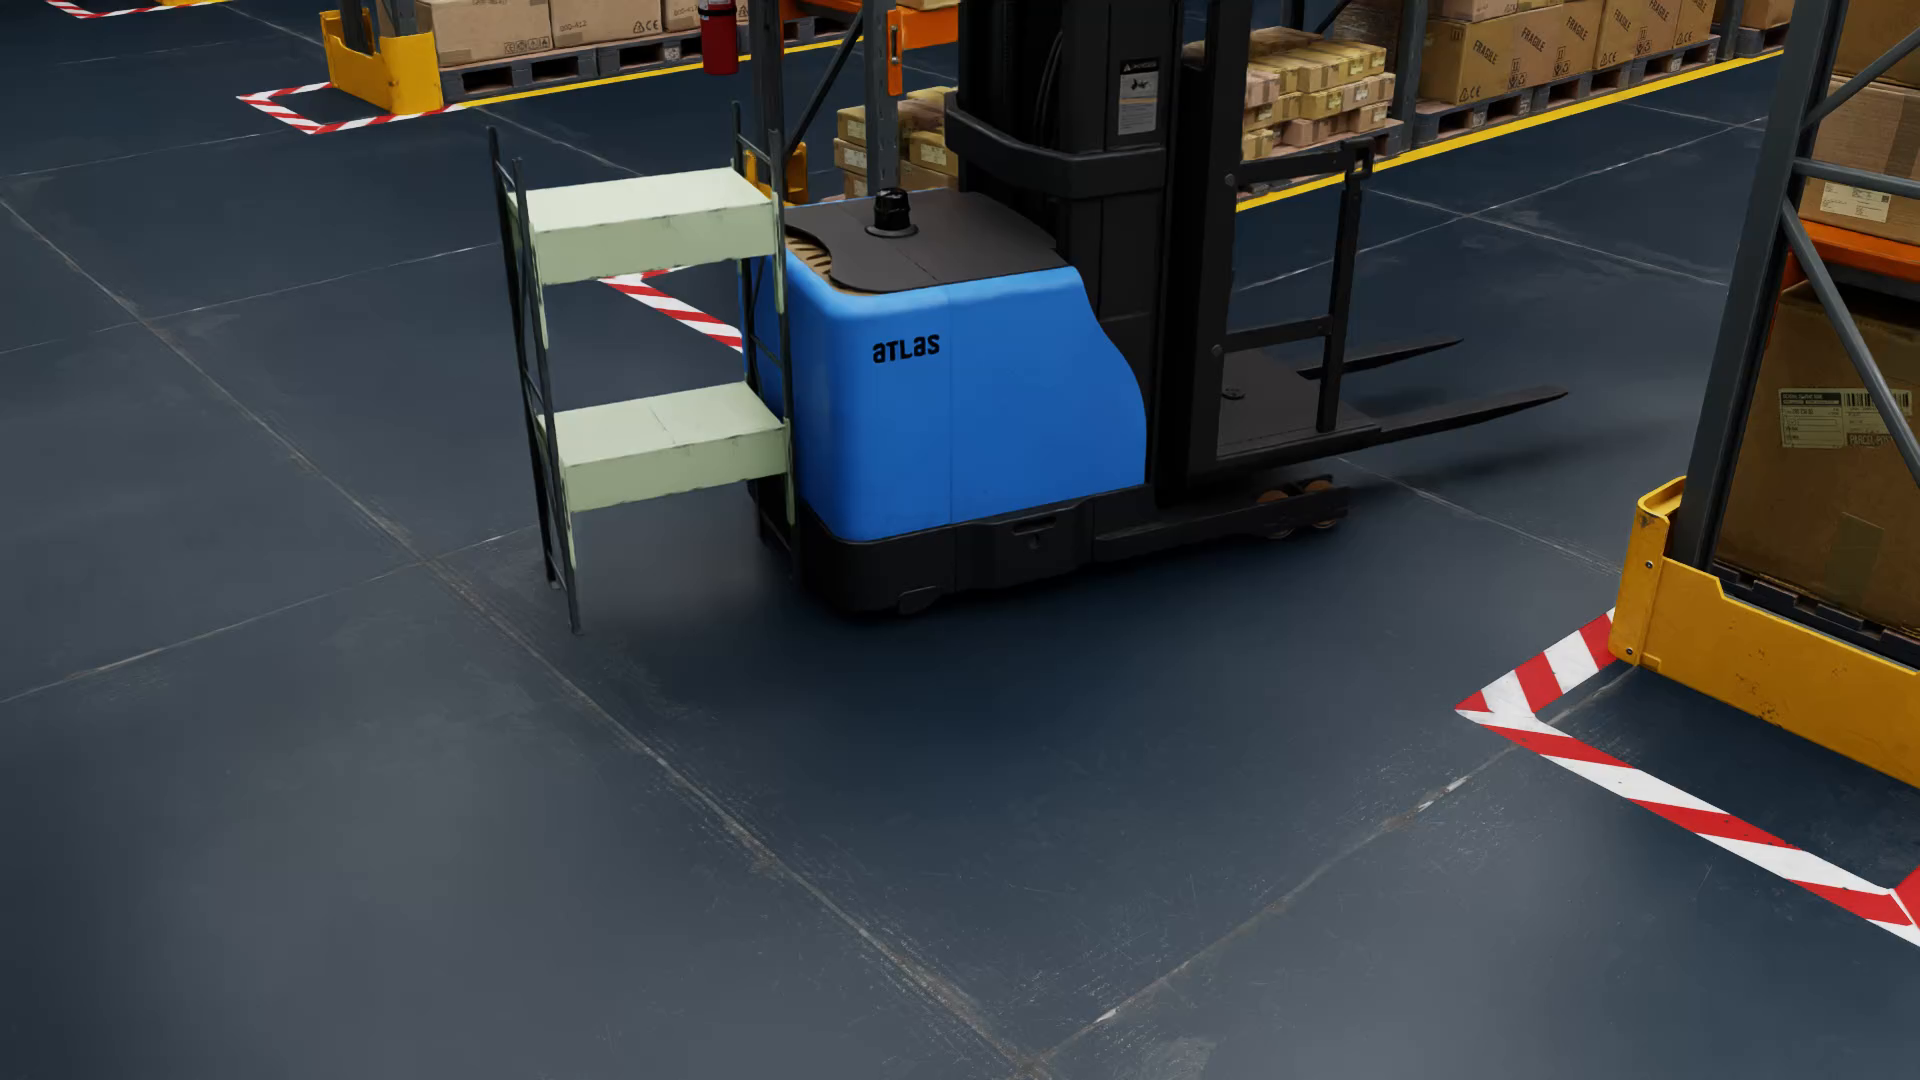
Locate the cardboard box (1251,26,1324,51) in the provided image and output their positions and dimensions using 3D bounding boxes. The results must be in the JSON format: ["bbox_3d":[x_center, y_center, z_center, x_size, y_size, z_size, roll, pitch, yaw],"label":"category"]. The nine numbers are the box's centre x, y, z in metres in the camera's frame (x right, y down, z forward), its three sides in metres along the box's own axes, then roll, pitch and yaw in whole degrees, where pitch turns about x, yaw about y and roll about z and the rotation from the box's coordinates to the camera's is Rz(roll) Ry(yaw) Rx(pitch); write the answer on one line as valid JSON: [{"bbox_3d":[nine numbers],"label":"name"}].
[{"bbox_3d":[1.998,-3.028,10.182,0.250,0.149,0.380,-20,34,-33],"label":"cardboard box"}]

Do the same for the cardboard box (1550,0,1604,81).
[{"bbox_3d":[3.920,-3.410,11.155,0.500,0.500,0.500,-21,35,-34],"label":"cardboard box"}]

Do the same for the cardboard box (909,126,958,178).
[{"bbox_3d":[-0.029,-1.874,8.022,0.250,0.149,0.380,-24,36,-37],"label":"cardboard box"}]

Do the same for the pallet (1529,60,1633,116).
[{"bbox_3d":[3.915,-3.253,11.613,1.213,0.211,1.003,-22,35,-35],"label":"pallet"}]

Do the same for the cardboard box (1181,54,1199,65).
[{"bbox_3d":[1.160,-2.734,9.631,0.250,0.149,0.380,-21,35,-34],"label":"cardboard box"}]

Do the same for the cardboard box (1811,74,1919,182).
[{"bbox_3d":[2.691,-1.144,4.552,0.500,0.250,0.500,-23,35,-36],"label":"cardboard box"}]

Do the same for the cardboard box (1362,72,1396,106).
[{"bbox_3d":[2.361,-2.718,9.916,0.250,0.149,0.380,-21,35,-34],"label":"cardboard box"}]

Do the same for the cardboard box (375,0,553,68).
[{"bbox_3d":[-3.501,-3.682,11.731,0.875,0.438,0.875,-23,36,-37],"label":"cardboard box"}]

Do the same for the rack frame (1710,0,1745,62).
[{"bbox_3d":[5.438,-5.093,12.097,0.127,3.000,1.000,-22,35,-35],"label":"rack frame"}]

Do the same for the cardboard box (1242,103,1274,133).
[{"bbox_3d":[1.536,-2.416,9.351,0.250,0.149,0.380,-21,35,-34],"label":"cardboard box"}]

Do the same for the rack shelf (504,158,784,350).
[{"bbox_3d":[-0.941,-0.863,4.946,0.720,0.370,0.431,-12,30,-21],"label":"rack shelf"}]

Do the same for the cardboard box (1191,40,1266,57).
[{"bbox_3d":[1.590,-2.870,9.886,0.250,0.149,0.380,-22,35,-36],"label":"cardboard box"}]

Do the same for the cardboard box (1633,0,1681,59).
[{"bbox_3d":[4.709,-3.723,11.740,0.500,0.500,0.500,-20,34,-33],"label":"cardboard box"}]

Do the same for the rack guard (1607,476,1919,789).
[{"bbox_3d":[2.476,0.274,4.707,0.348,0.500,1.175,-22,35,-35],"label":"rack guard"}]

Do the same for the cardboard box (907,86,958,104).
[{"bbox_3d":[-0.067,-2.269,8.762,0.250,0.149,0.380,-23,36,-36],"label":"cardboard box"}]

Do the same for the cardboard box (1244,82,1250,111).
[{"bbox_3d":[1.348,-2.432,9.066,0.250,0.149,0.380,-23,36,-37],"label":"cardboard box"}]

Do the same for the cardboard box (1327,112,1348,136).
[{"bbox_3d":[2.066,-2.505,9.834,0.250,0.149,0.380,-21,34,-34],"label":"cardboard box"}]

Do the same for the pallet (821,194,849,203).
[{"bbox_3d":[0.051,-1.675,8.660,1.213,0.211,1.003,-22,35,-35],"label":"pallet"}]

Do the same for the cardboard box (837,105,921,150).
[{"bbox_3d":[-0.410,-2.088,8.423,0.250,0.149,0.380,-21,35,-34],"label":"cardboard box"}]

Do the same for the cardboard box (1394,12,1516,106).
[{"bbox_3d":[3.129,-3.083,10.542,0.500,0.500,0.500,-20,34,-33],"label":"cardboard box"}]

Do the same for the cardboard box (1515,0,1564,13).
[{"bbox_3d":[3.532,-3.578,10.673,0.500,0.250,0.500,-21,34,-34],"label":"cardboard box"}]

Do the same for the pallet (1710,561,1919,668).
[{"bbox_3d":[3.052,0.121,5.299,1.213,0.211,1.003,-22,35,-35],"label":"pallet"}]

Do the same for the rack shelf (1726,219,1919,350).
[{"bbox_3d":[4.016,-1.131,5.446,4.000,0.370,1.077,-22,35,-35],"label":"rack shelf"}]

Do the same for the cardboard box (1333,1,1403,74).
[{"bbox_3d":[2.794,-3.268,10.890,0.500,0.500,0.500,-23,36,-36],"label":"cardboard box"}]

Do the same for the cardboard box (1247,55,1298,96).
[{"bbox_3d":[1.692,-2.635,9.445,0.250,0.149,0.380,-21,34,-33],"label":"cardboard box"}]

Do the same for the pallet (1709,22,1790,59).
[{"bbox_3d":[6.086,-4.077,13.155,1.213,0.211,1.003,-22,35,-35],"label":"pallet"}]

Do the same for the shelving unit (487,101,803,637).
[{"bbox_3d":[-0.941,-0.519,5.130,0.755,1.500,0.431,-12,30,-21],"label":"shelving unit"}]

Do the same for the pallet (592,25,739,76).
[{"bbox_3d":[-2.453,-3.803,12.643,1.213,0.211,1.003,-22,35,-35],"label":"pallet"}]

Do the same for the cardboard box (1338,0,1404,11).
[{"bbox_3d":[2.797,-3.601,10.717,0.500,0.250,0.500,-23,36,-36],"label":"cardboard box"}]

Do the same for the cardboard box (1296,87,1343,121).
[{"bbox_3d":[1.971,-2.542,9.588,0.250,0.149,0.380,-23,36,-37],"label":"cardboard box"}]

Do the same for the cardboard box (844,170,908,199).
[{"bbox_3d":[-0.383,-1.809,8.532,0.250,0.149,0.380,-21,35,-34],"label":"cardboard box"}]

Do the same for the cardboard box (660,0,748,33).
[{"bbox_3d":[-2.123,-4.240,12.775,0.875,0.438,0.875,-23,36,-36],"label":"cardboard box"}]

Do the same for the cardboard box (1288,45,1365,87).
[{"bbox_3d":[2.124,-2.765,9.689,0.250,0.149,0.380,-21,35,-34],"label":"cardboard box"}]

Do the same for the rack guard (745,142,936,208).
[{"bbox_3d":[-0.590,-1.566,8.150,0.348,0.500,1.175,-22,35,-35],"label":"rack guard"}]

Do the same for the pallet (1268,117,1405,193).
[{"bbox_3d":[1.907,-2.421,10.056,1.213,0.211,1.003,-22,35,-35],"label":"pallet"}]

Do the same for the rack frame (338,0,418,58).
[{"bbox_3d":[-3.938,-4.389,10.781,0.127,3.000,1.000,-22,35,-35],"label":"rack frame"}]

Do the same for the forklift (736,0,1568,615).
[{"bbox_3d":[0.803,-1.509,5.463,3.031,2.935,1.130,-12,30,-21],"label":"forklift"}]

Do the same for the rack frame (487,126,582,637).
[{"bbox_3d":[-1.274,-0.448,4.996,0.023,1.500,0.400,-12,30,-21],"label":"rack frame"}]

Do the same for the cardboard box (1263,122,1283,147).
[{"bbox_3d":[1.627,-2.364,9.571,0.250,0.149,0.380,-23,36,-36],"label":"cardboard box"}]

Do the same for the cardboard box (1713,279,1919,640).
[{"bbox_3d":[2.929,-0.309,4.954,0.875,0.875,0.875,-22,35,-35],"label":"cardboard box"}]
